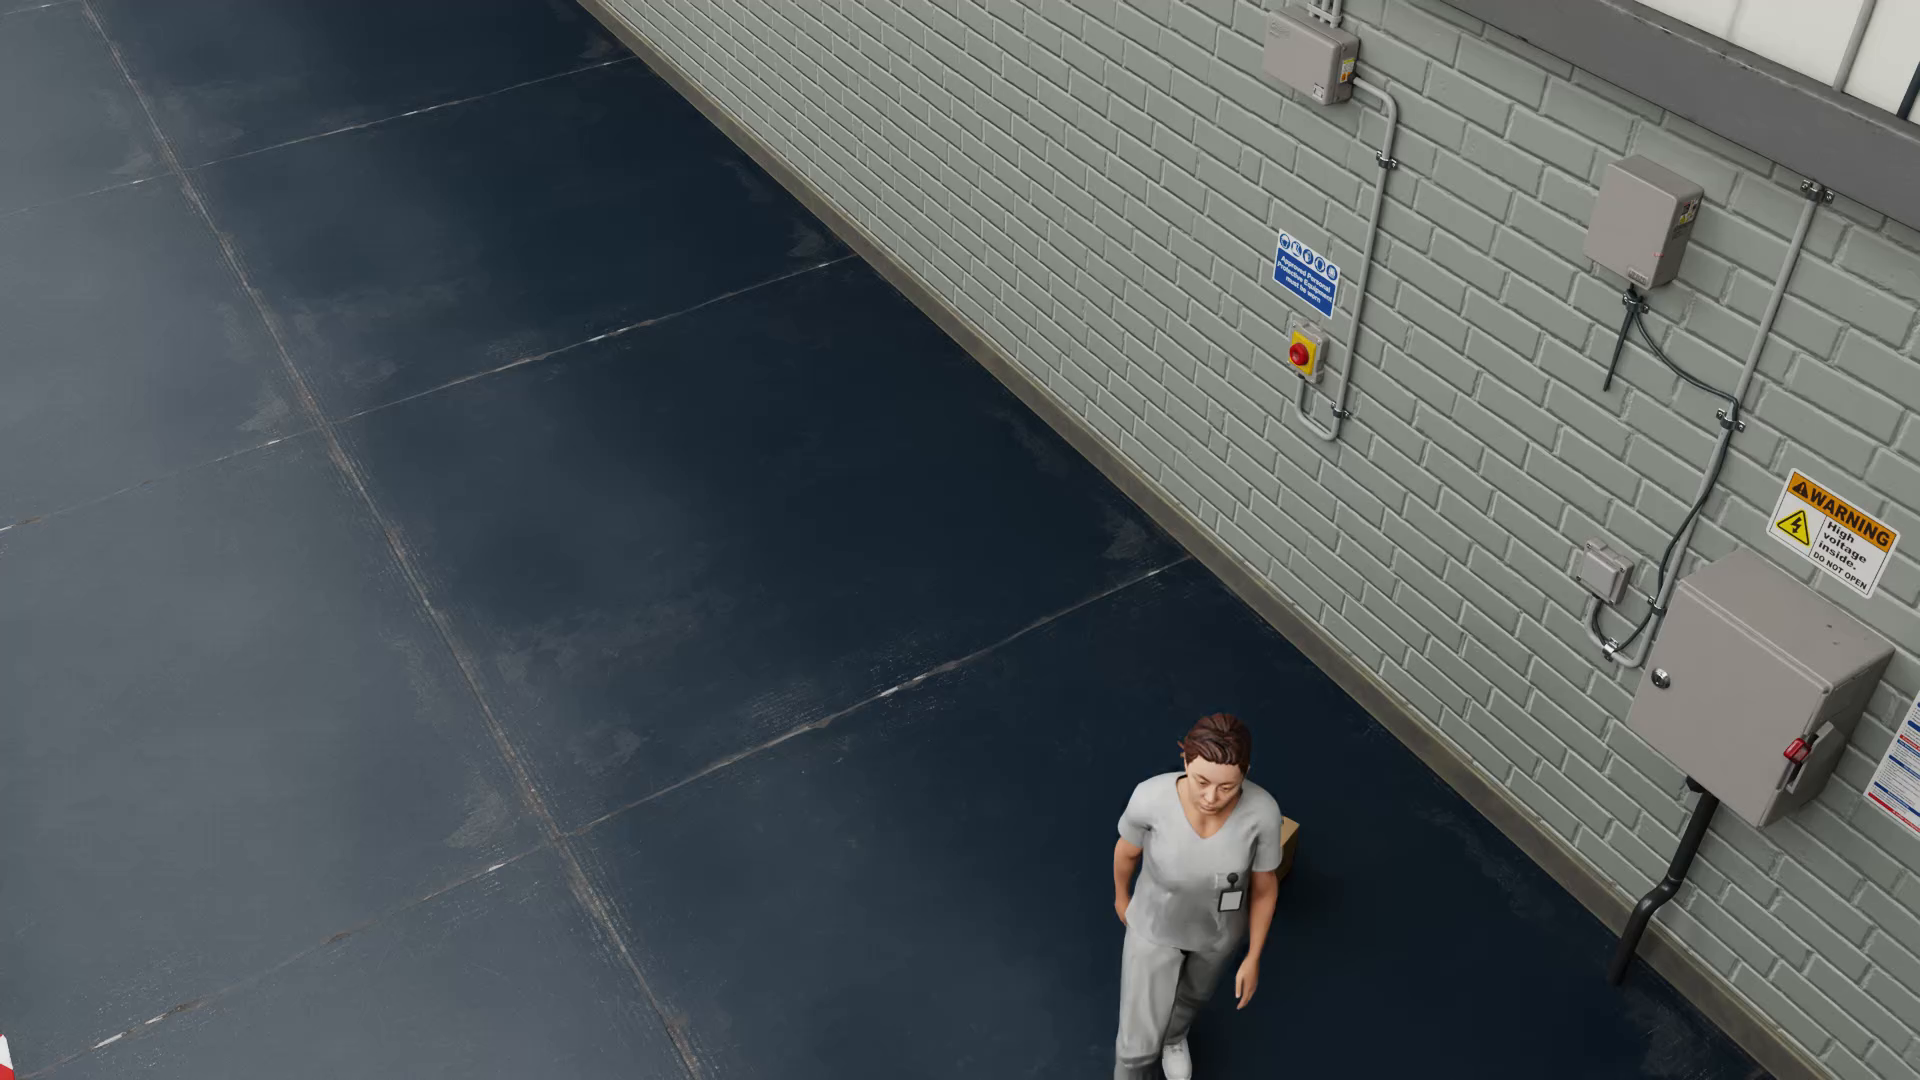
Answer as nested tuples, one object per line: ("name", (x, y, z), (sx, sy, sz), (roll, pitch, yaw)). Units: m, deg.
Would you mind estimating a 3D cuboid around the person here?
("person", (0.667, 1.144, 4.852), (0.455, 1.722, 0.546), (1, 41, 1))
